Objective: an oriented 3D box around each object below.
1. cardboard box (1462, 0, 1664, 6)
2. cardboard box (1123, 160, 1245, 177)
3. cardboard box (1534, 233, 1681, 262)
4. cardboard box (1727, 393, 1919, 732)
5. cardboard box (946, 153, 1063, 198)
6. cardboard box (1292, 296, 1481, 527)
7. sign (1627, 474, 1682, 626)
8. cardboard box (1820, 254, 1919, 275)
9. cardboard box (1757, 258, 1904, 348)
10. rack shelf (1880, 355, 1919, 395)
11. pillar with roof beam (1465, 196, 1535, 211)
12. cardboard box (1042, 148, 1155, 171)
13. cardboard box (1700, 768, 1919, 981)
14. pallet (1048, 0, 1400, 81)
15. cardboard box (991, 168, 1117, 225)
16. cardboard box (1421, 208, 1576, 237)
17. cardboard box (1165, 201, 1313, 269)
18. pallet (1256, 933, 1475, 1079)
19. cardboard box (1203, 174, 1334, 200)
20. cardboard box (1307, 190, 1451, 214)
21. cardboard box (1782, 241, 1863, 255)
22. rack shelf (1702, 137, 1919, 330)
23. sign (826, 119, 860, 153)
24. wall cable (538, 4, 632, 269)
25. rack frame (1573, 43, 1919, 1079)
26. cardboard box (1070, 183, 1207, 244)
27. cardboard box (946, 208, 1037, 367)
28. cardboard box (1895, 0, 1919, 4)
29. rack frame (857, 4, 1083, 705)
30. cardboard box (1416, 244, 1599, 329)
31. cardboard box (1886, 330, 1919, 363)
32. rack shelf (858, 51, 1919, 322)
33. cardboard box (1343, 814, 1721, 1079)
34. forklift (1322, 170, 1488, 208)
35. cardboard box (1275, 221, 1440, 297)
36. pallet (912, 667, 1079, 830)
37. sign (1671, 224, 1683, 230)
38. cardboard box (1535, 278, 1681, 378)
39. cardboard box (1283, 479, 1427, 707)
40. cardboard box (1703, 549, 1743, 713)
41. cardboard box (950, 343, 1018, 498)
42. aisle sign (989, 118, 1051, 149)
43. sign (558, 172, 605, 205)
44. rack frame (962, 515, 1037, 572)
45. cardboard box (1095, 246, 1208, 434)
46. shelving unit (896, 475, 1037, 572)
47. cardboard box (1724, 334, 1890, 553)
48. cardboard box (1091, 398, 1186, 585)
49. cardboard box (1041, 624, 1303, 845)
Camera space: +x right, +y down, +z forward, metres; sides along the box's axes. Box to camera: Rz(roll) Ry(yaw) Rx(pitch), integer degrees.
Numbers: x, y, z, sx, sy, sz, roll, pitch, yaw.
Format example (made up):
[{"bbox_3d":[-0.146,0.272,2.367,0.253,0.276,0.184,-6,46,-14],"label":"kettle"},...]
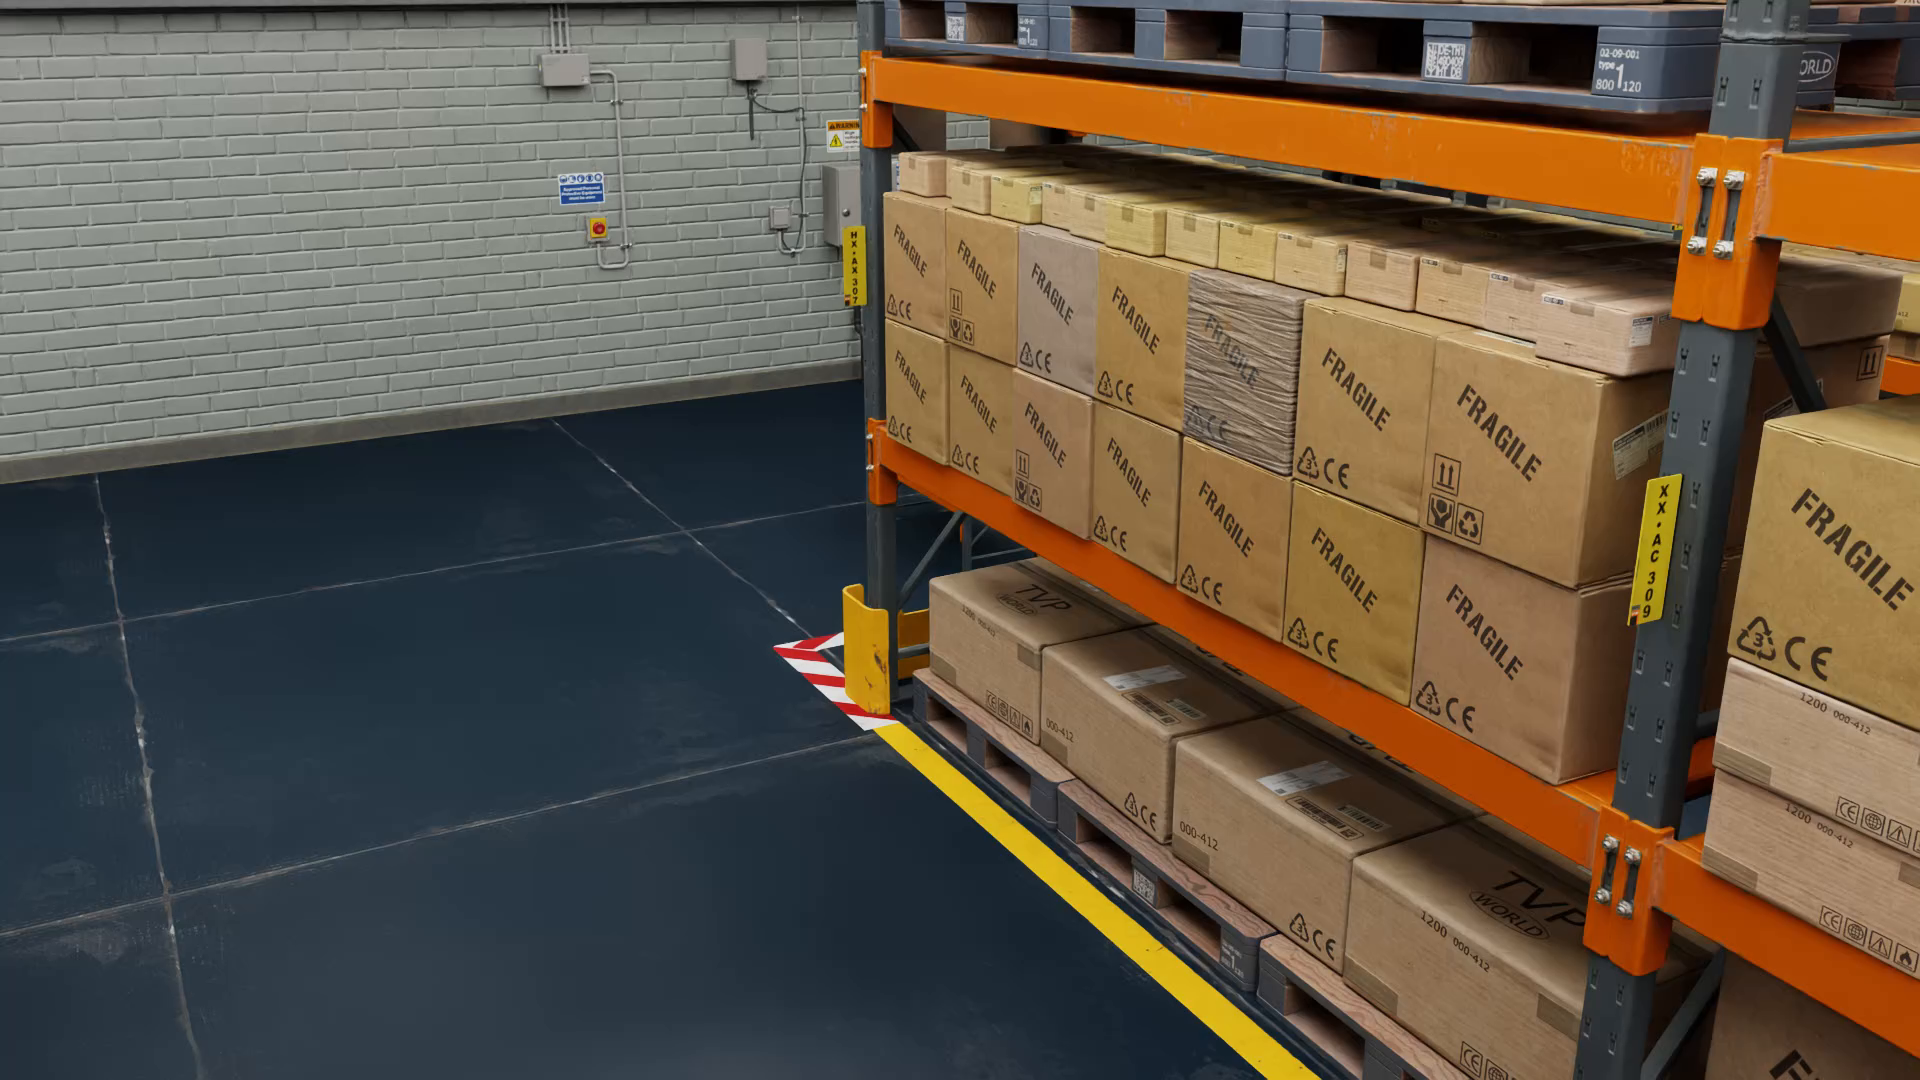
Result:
[{"bbox_3d":[1.373,-1.351,3.758,0.396,0.266,0.258,-9,21,-25],"label":"cardboard box"},{"bbox_3d":[0.826,-1.311,6.151,0.380,0.149,0.250,-9,21,-25],"label":"cardboard box"},{"bbox_3d":[1.742,-0.712,4.417,0.380,0.149,0.250,-10,22,-27],"label":"cardboard box"},{"bbox_3d":[1.913,0.034,3.248,0.500,0.500,0.500,-10,21,-26],"label":"cardboard box"},{"bbox_3d":[0.170,-1.383,6.360,0.380,0.149,0.250,-9,21,-25],"label":"cardboard box"},{"bbox_3d":[1.257,-0.377,4.438,0.500,0.500,0.500,-10,22,-27],"label":"cardboard box"},{"bbox_3d":[1.470,0.023,3.518,0.100,0.325,0.005,-10,21,-27],"label":"sign"},{"bbox_3d":[4.643,-1.288,8.540,0.500,0.250,0.500,-10,21,-26],"label":"cardboard box"},{"bbox_3d":[2.036,-0.574,4.017,0.380,0.149,0.250,-10,22,-27],"label":"cardboard box"},{"bbox_3d":[5.374,-0.621,7.935,1.077,0.370,4.000,-10,21,-27],"label":"rack shelf"},{"bbox_3d":[0.149,-4.618,9.219,9.100,9.000,0.400,-10,21,-27],"label":"pillar with roof beam"},{"bbox_3d":[0.546,-1.451,6.556,0.380,0.149,0.250,-10,21,-26],"label":"cardboard box"},{"bbox_3d":[1.934,0.621,3.463,0.500,0.250,0.500,-11,22,-28],"label":"cardboard box"},{"bbox_3d":[1.003,-1.579,5.147,1.003,0.211,1.213,-10,21,-27],"label":"pallet"},{"bbox_3d":[0.333,-1.218,5.881,0.380,0.149,0.250,-11,22,-28],"label":"cardboard box"},{"bbox_3d":[1.577,-0.874,4.885,0.380,0.149,0.250,-11,22,-28],"label":"cardboard box"},{"bbox_3d":[0.850,-0.928,5.041,0.380,0.149,0.250,-10,21,-27],"label":"cardboard box"},{"bbox_3d":[1.665,1.471,5.046,1.003,0.211,1.213,-10,21,-27],"label":"pallet"},{"bbox_3d":[1.059,-1.162,5.720,0.380,0.149,0.250,-9,21,-25],"label":"cardboard box"},{"bbox_3d":[1.329,-1.015,5.292,0.380,0.149,0.250,-10,21,-26],"label":"cardboard box"},{"bbox_3d":[4.877,-1.514,9.194,0.500,0.250,0.500,-9,21,-25],"label":"cardboard box"},{"bbox_3d":[2.907,-0.121,1.887,1.077,0.370,4.000,-10,21,-27],"label":"rack shelf"},{"bbox_3d":[-0.869,-3.105,12.765,0.339,0.242,0.001,-10,21,-27],"label":"sign"},{"bbox_3d":[-2.640,-2.875,11.760,0.585,1.953,0.123,-10,21,-27],"label":"wall cable"},{"bbox_3d":[1.958,0.383,3.923,1.000,3.000,0.127,-10,21,-27],"label":"rack frame"},{"bbox_3d":[0.586,-1.072,5.460,0.380,0.149,0.250,-10,21,-26],"label":"cardboard box"},{"bbox_3d":[0.287,-0.956,6.117,0.500,0.500,0.500,-11,22,-28],"label":"cardboard box"},{"bbox_3d":[4.654,-2.710,8.063,0.500,0.250,0.500,-10,21,-26],"label":"cardboard box"},{"bbox_3d":[0.058,-0.765,7.251,1.000,3.000,0.127,-10,21,-27],"label":"rack frame"},{"bbox_3d":[1.392,-0.648,4.231,0.380,0.149,0.250,-10,21,-27],"label":"cardboard box"},{"bbox_3d":[4.853,-0.986,8.276,0.380,0.149,0.250,-10,21,-26],"label":"cardboard box"},{"bbox_3d":[1.008,-1.269,5.215,1.077,0.370,4.000,-10,21,-27],"label":"rack shelf"},{"bbox_3d":[1.754,1.199,4.843,0.875,0.438,0.875,-10,22,-27],"label":"cardboard box"},{"bbox_3d":[3.084,-1.856,10.518,3.031,2.935,1.130,-8,21,-23],"label":"forklift"},{"bbox_3d":[1.105,-0.784,4.626,0.380,0.149,0.250,-10,21,-27],"label":"cardboard box"},{"bbox_3d":[0.507,0.770,7.075,1.003,0.211,1.213,-10,21,-27],"label":"pallet"},{"bbox_3d":[3.947,-1.860,9.097,0.100,0.325,0.005,-10,21,-27],"label":"sign"},{"bbox_3d":[1.531,-0.483,3.751,0.380,0.149,0.250,-10,22,-28],"label":"cardboard box"},{"bbox_3d":[1.263,0.095,4.603,0.500,0.500,0.500,-11,22,-28],"label":"cardboard box"},{"bbox_3d":[1.965,0.160,4.415,0.500,0.500,0.500,-9,21,-25],"label":"cardboard box"},{"bbox_3d":[0.298,-0.489,6.298,0.500,0.500,0.500,-10,22,-27],"label":"cardboard box"},{"bbox_3d":[0.297,-2.063,7.026,0.394,0.787,0.004,-10,21,-27],"label":"aisle sign"},{"bbox_3d":[-2.712,-2.518,11.916,0.327,0.218,0.001,-10,21,-27],"label":"sign"},{"bbox_3d":[0.238,-0.388,9.031,0.500,1.125,0.032,-10,21,-27],"label":"rack frame"},{"bbox_3d":[0.776,-0.666,5.278,0.500,0.500,0.500,-10,21,-26],"label":"cardboard box"},{"bbox_3d":[-0.003,-0.534,9.454,0.538,1.125,1.048,-10,21,-27],"label":"shelving unit"},{"bbox_3d":[1.945,-0.311,4.248,0.500,0.500,0.500,-10,21,-26],"label":"cardboard box"},{"bbox_3d":[0.776,-0.199,5.457,0.500,0.500,0.500,-9,21,-25],"label":"cardboard box"},{"bbox_3d":[0.901,0.683,6.338,0.875,0.438,0.875,-9,21,-25],"label":"cardboard box"}]
